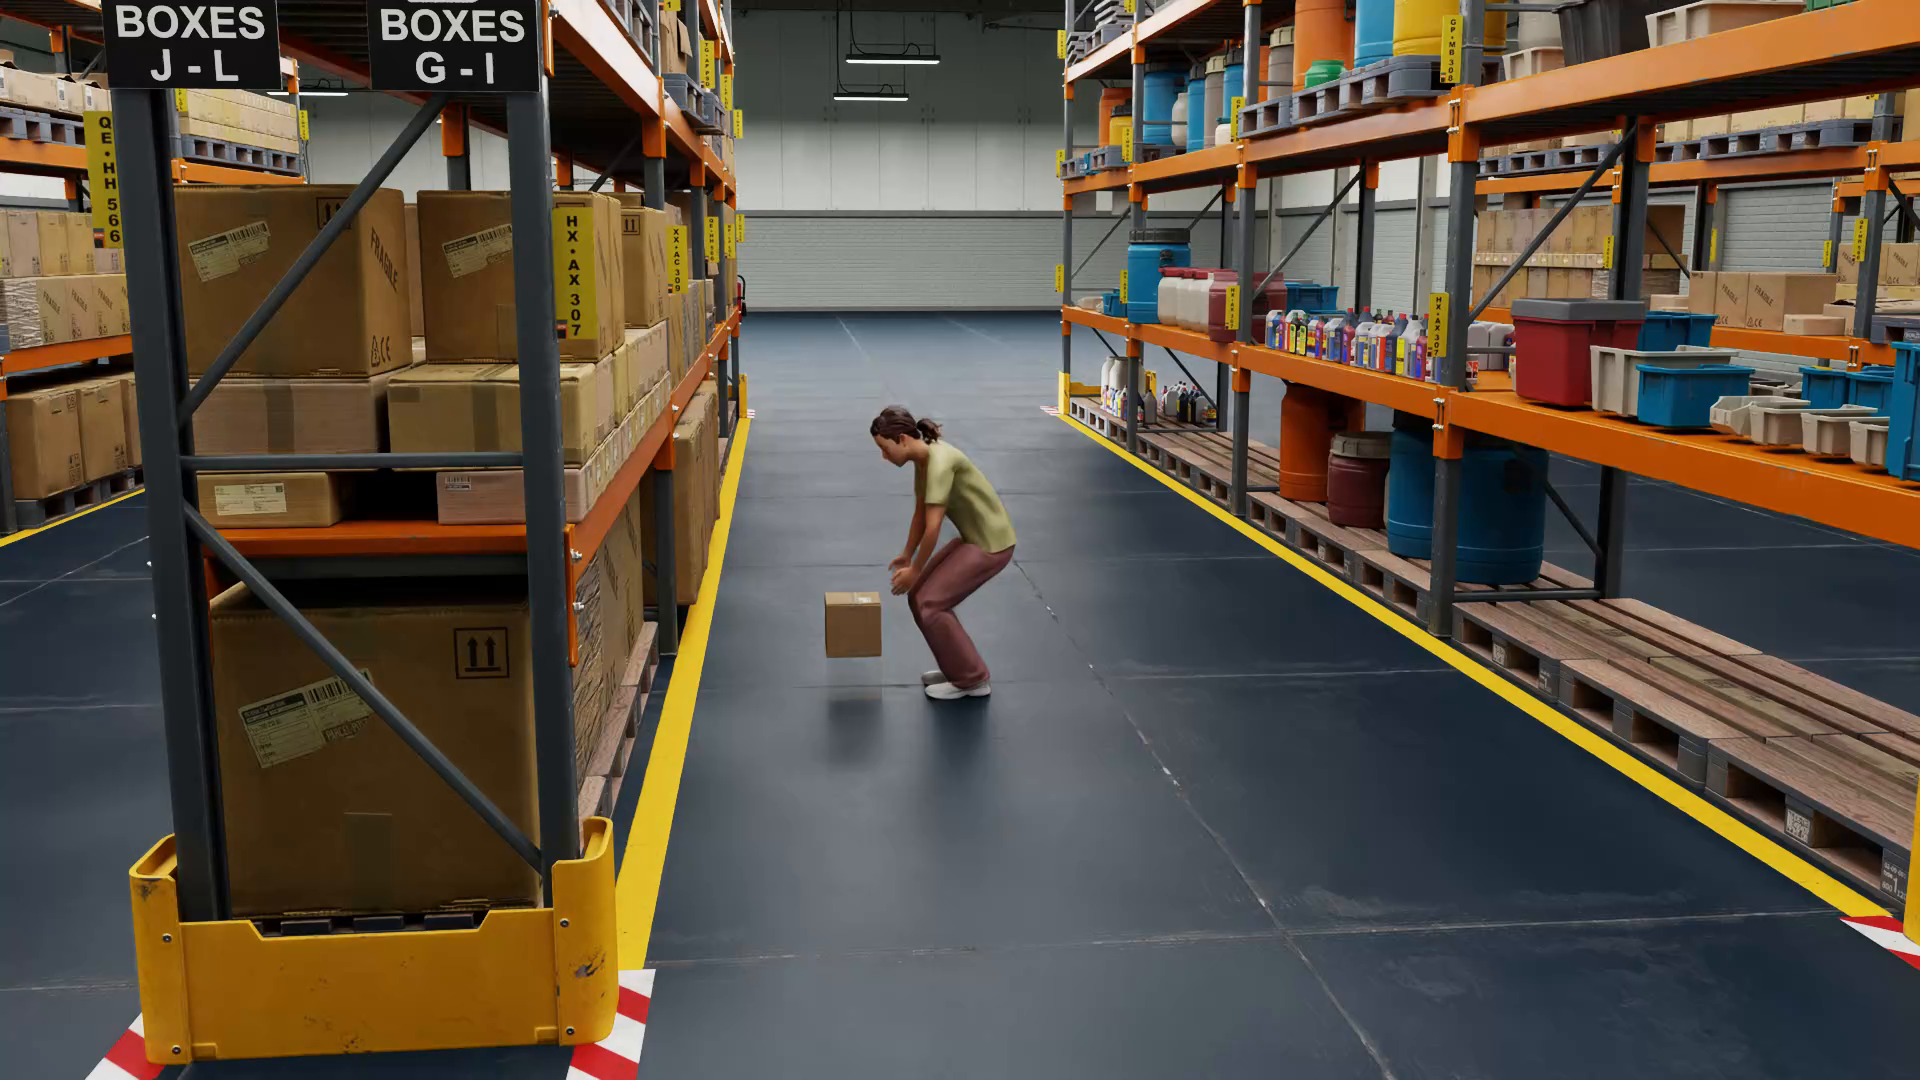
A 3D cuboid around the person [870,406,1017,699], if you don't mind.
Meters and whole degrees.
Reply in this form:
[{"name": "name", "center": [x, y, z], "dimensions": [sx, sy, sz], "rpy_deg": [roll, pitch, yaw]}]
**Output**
[{"name": "person", "center": [-0.072, 0.053, 7.600], "dimensions": [0.666, 1.335, 0.511], "rpy_deg": [-1, 10, -6]}]
